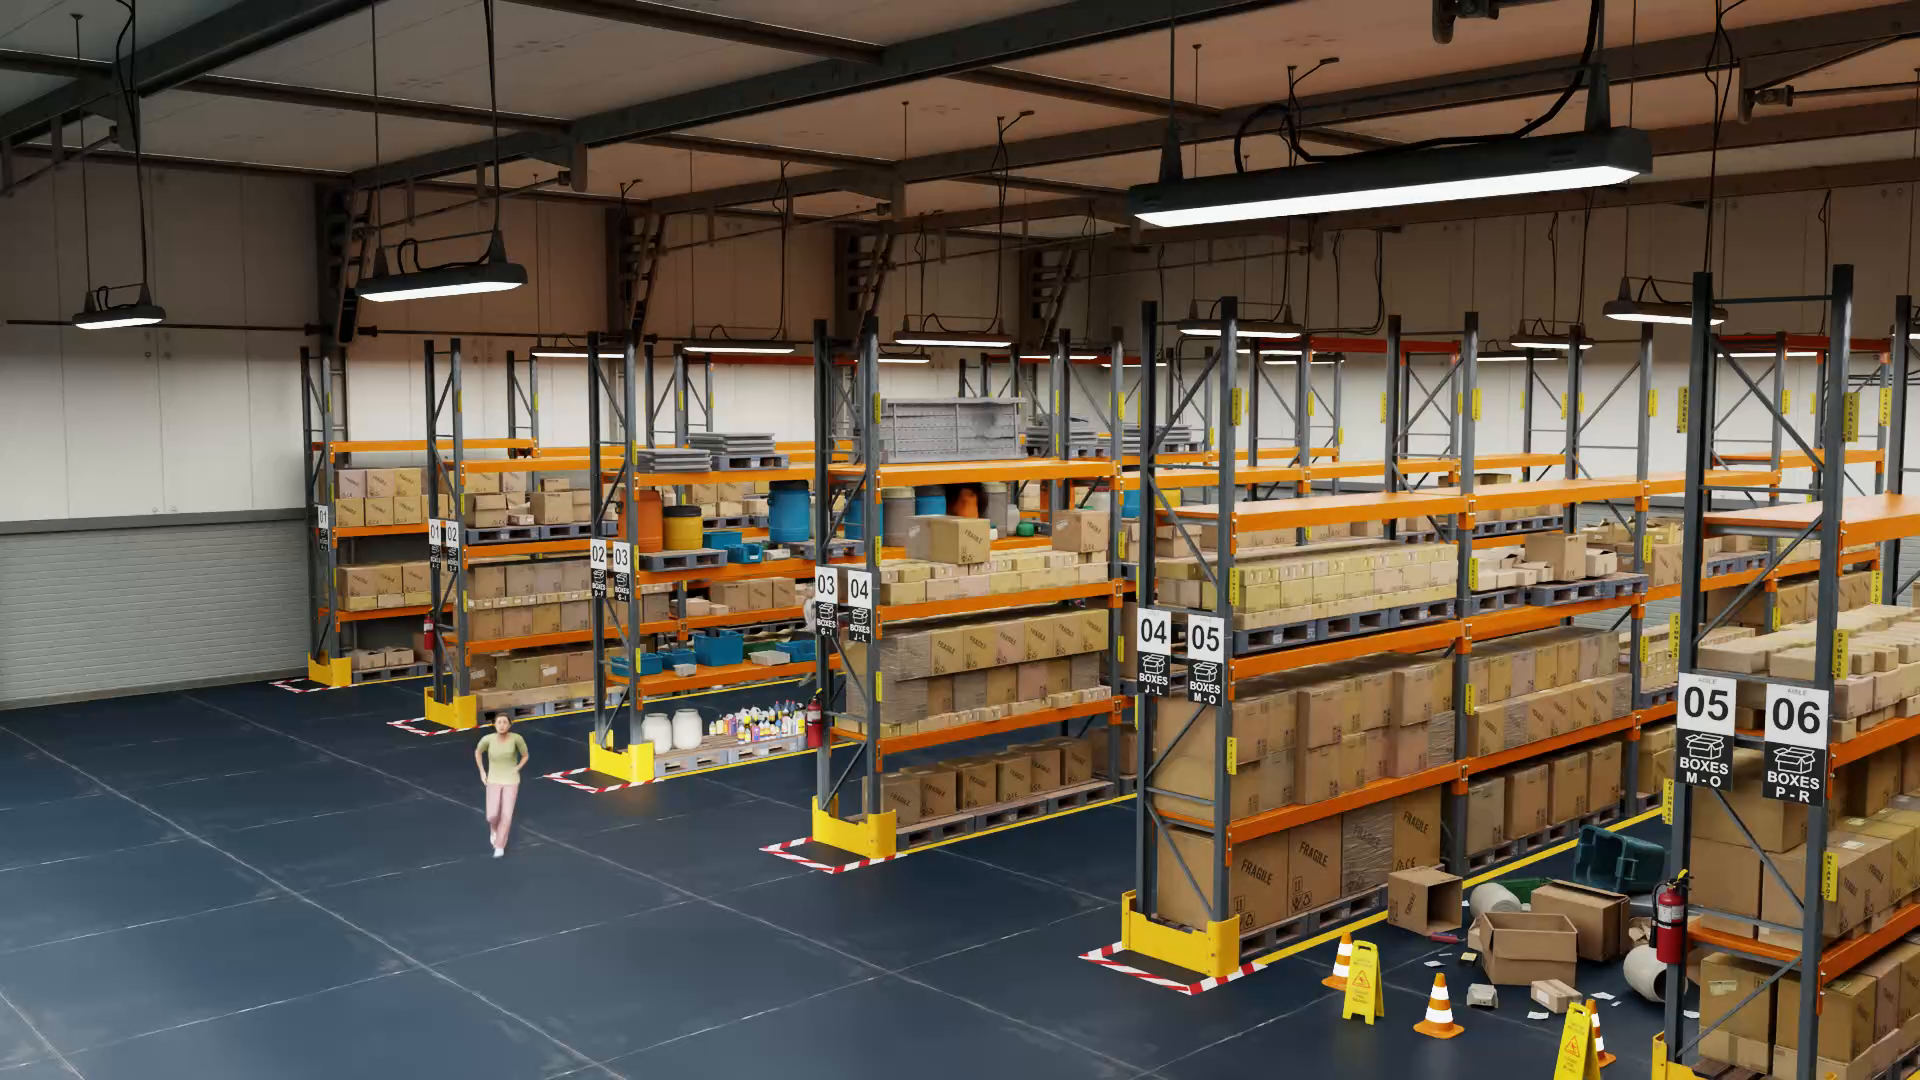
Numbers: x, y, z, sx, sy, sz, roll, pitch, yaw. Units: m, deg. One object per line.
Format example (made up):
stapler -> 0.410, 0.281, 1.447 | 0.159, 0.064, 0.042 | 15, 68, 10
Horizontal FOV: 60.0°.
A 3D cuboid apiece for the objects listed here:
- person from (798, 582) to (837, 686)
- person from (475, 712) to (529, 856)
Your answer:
person -> -2.377, 1.564, 27.966 | 0.614, 1.737, 0.771 | 5, 7, 42
person -> -5.106, 2.728, 18.576 | 0.588, 1.617, 0.520 | -1, 5, -14
